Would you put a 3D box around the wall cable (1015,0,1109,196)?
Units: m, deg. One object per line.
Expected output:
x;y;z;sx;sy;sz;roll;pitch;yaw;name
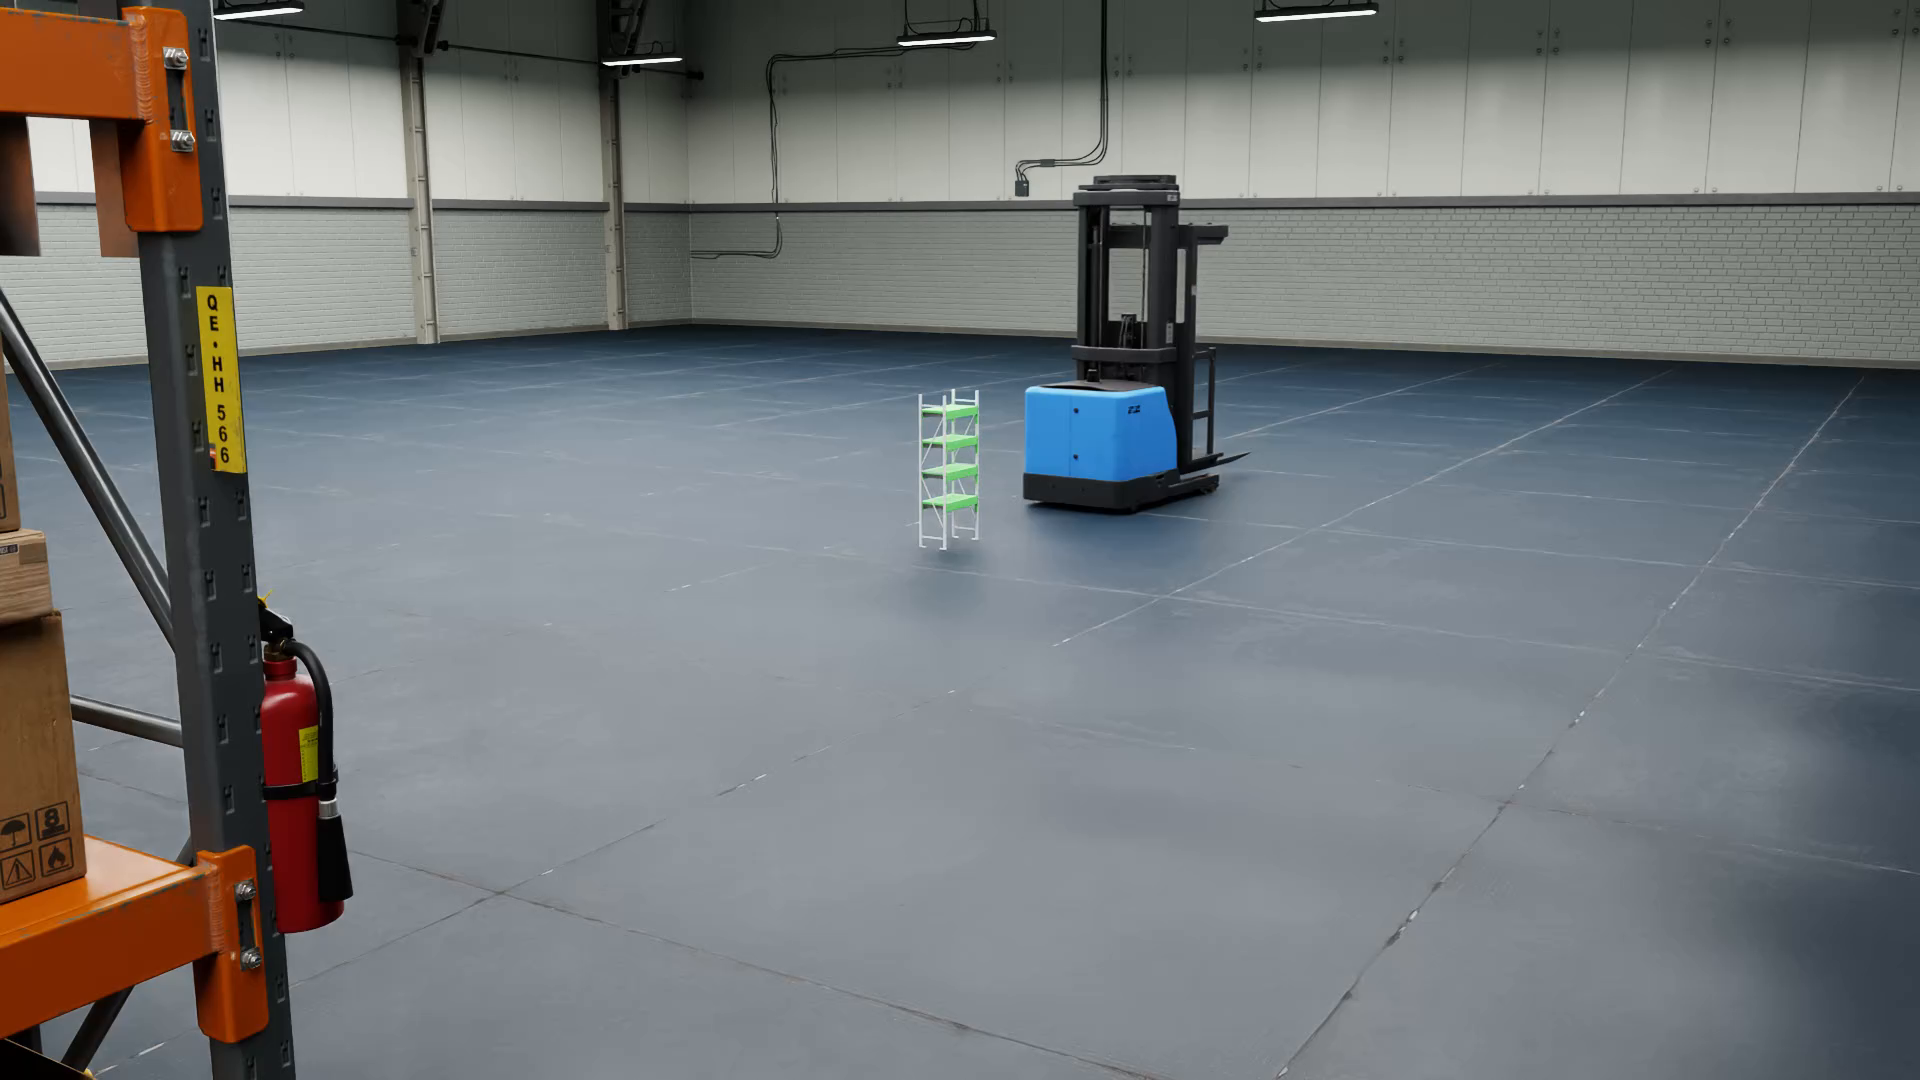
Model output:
2.268;-10.760;37.149;2.305;6.003;0.169;6;12;31;wall cable

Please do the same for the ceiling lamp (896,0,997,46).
-0.128;-10.763;30.542;2.000;3.185;0.800;6;12;31;ceiling lamp

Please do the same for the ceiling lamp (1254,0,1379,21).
5.906;-10.088;26.939;2.000;3.185;0.800;6;12;31;ceiling lamp

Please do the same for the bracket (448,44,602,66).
-9.746;-10.926;37.495;0.076;0.066;4.783;6;12;31;bracket

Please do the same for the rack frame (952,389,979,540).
0.041;-0.602;13.324;0.240;1.200;0.015;6;12;31;rack frame

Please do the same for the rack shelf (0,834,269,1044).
-2.800;1.018;1.736;1.077;0.370;4.000;6;12;31;rack shelf

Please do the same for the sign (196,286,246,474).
-1.305;-0.282;2.933;0.100;0.325;0.005;6;12;31;sign

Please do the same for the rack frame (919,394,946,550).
-0.213;-0.525;12.914;0.240;1.200;0.015;6;12;31;rack frame

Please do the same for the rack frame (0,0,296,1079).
-1.759;0.350;3.348;0.949;2.616;0.053;6;12;31;rack frame

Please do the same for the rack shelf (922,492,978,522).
-0.086;-0.265;13.175;0.258;0.148;0.480;6;12;31;rack shelf

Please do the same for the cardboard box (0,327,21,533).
-2.042;-0.257;2.791;0.700;0.500;0.500;6;12;31;cardboard box

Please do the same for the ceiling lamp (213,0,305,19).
-11.173;-10.036;26.660;2.000;3.185;0.800;6;12;31;ceiling lamp

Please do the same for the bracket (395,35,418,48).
-11.524;-10.388;34.619;0.235;0.232;0.430;6;12;31;bracket

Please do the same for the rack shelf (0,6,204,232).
-2.800;-0.457;1.460;1.077;0.370;4.000;6;12;31;rack shelf

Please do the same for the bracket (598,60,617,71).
-8.409;-11.331;39.659;0.235;0.232;0.430;6;12;31;bracket

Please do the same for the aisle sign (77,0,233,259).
-1.476;-0.910;3.016;0.394;0.787;0.004;6;12;31;aisle sign

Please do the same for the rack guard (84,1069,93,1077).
-1.749;1.575;3.600;1.175;0.500;0.348;6;12;31;rack guard

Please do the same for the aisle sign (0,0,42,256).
-1.989;-0.968;3.322;0.394;0.787;0.004;6;12;31;aisle sign

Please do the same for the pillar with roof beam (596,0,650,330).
-4.817;-9.250;38.323;9.100;9.000;0.548;6;12;31;pillar with roof beam

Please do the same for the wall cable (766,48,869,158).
-3.525;-10.696;40.761;3.097;2.526;0.112;6;12;31;wall cable

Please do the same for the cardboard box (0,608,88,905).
-2.015;0.373;2.955;0.700;0.500;0.500;6;12;31;cardboard box

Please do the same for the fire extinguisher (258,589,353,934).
-1.303;0.413;3.219;0.296;0.674;0.183;6;12;31;fire extinguisher

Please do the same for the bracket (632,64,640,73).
-7.978;-11.462;40.356;0.235;0.232;0.430;6;12;31;bracket

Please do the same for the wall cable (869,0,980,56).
-0.880;-12.636;38.763;3.097;2.526;0.112;6;12;31;wall cable

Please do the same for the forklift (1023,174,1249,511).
1.814;-1.916;15.637;1.130;2.935;3.031;7;13;34;forklift

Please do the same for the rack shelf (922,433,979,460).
-0.086;-0.737;13.087;0.258;0.148;0.480;6;12;31;rack shelf

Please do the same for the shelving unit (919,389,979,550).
-0.086;-0.564;13.119;0.258;1.200;0.503;6;12;31;shelving unit

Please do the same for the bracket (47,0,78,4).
-15.977;-9.039;27.414;0.076;0.066;4.783;6;12;31;bracket

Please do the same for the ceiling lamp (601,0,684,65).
-6.444;-11.469;34.313;2.000;3.185;0.800;6;12;31;ceiling lamp

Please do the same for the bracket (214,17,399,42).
-12.861;-9.983;32.454;0.076;0.066;4.783;6;12;31;bracket

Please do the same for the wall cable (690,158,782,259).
-5.837;-8.472;42.606;3.097;2.526;0.112;6;12;31;wall cable

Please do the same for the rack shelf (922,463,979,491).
-0.086;-0.501;13.131;0.258;0.148;0.480;6;12;31;rack shelf

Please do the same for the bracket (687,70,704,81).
-6.747;-11.835;42.347;0.235;0.232;0.430;6;12;31;bracket

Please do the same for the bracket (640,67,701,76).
-7.054;-11.742;41.851;0.076;0.066;3.189;6;12;31;bracket

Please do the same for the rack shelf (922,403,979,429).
-0.086;-0.973;13.043;0.258;0.148;0.480;6;12;31;rack shelf

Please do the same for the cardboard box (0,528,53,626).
-1.797;0.060;2.862;0.380;0.149;0.250;6;12;30;cardboard box

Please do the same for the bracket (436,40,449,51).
-11.093;-10.518;35.316;0.235;0.232;0.430;6;12;31;bracket

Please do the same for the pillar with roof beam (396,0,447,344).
-7.932;-8.306;33.283;9.100;9.000;0.548;6;12;31;pillar with roof beam
